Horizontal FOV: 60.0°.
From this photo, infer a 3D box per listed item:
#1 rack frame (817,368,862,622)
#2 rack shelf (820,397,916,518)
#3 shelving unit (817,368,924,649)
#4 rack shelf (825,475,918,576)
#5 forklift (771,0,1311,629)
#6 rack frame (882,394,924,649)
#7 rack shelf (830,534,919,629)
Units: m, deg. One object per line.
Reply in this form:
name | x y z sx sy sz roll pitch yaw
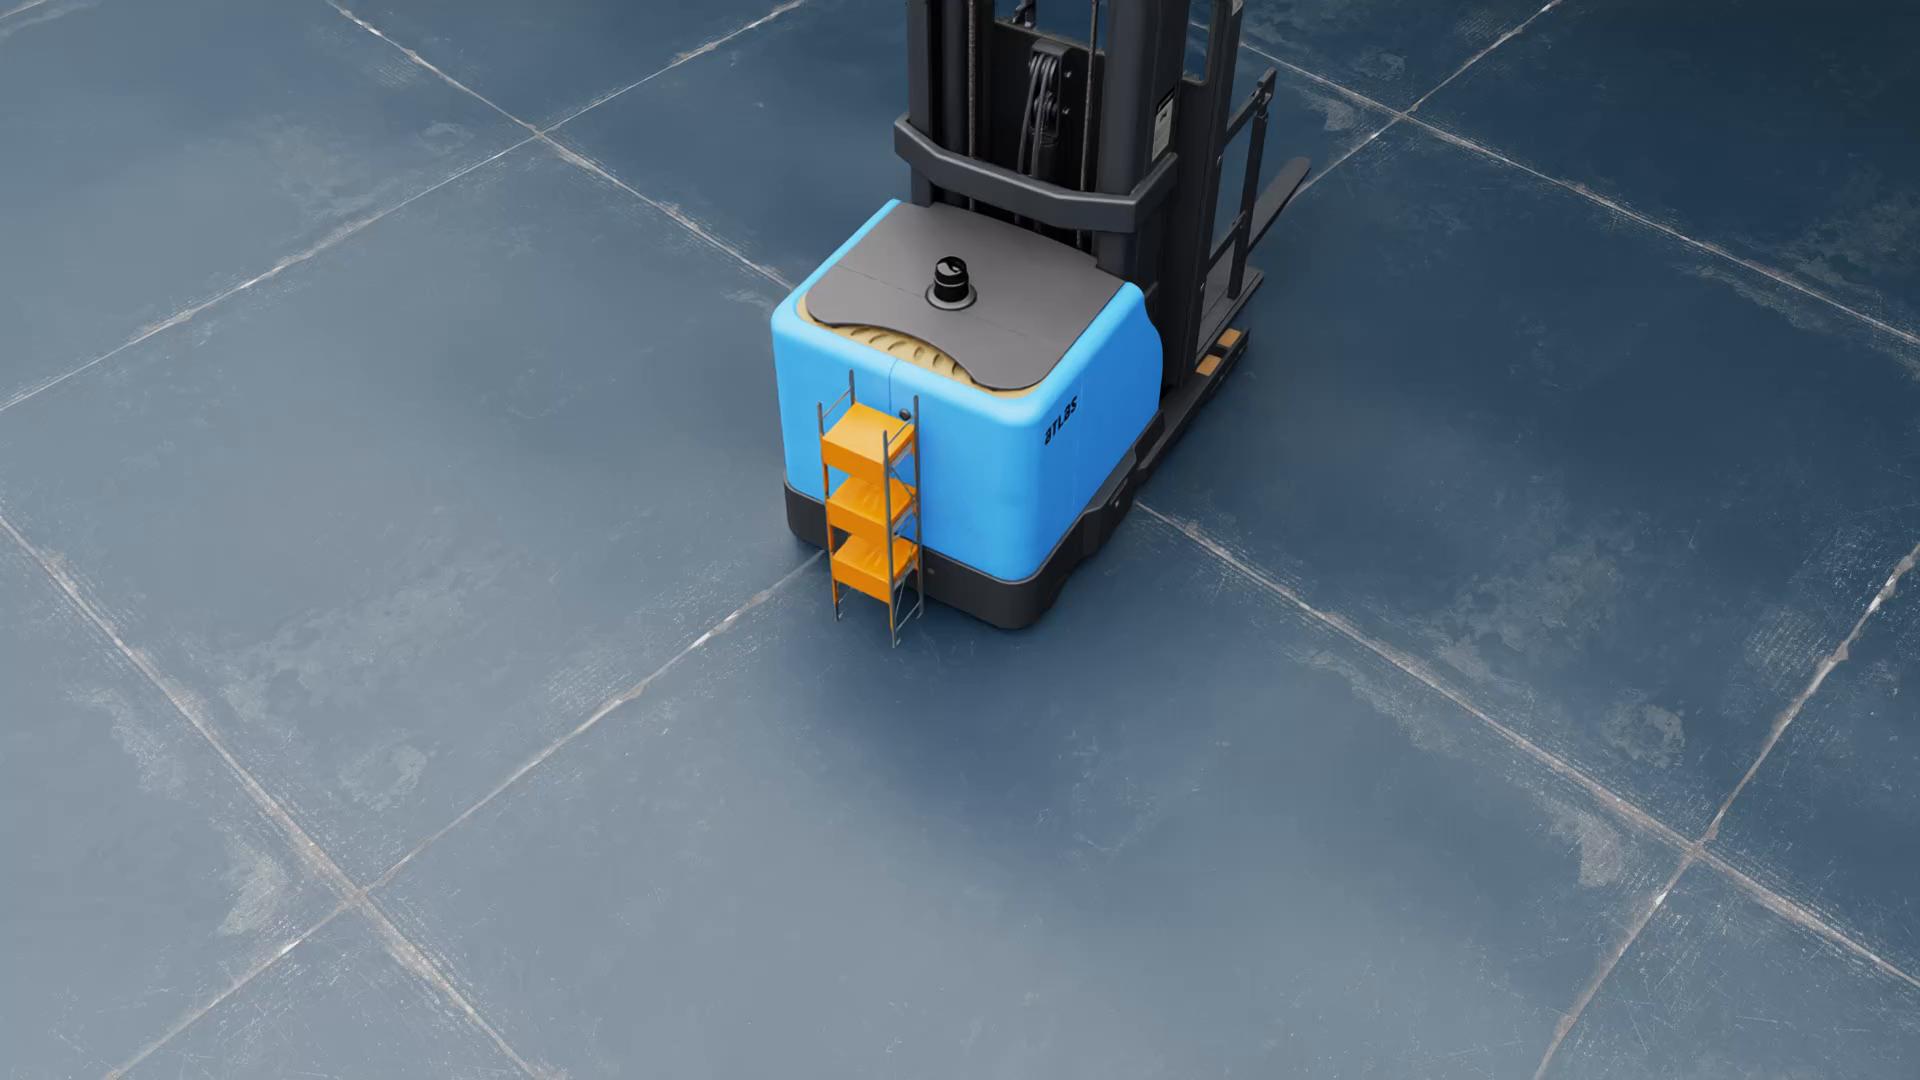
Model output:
rack frame | -0.395 -0.127 5.649 0.008 1.050 0.200 23 51 20
rack shelf | -0.290 -0.269 5.407 0.240 0.259 0.215 23 51 20
shelving unit | -0.290 -0.082 5.607 0.252 1.050 0.215 23 51 20
rack shelf | -0.290 -0.075 5.614 0.240 0.259 0.215 23 51 20
forklift | 0.540 -1.755 5.888 1.130 2.935 3.031 23 51 20
rack frame | -0.185 -0.037 5.564 0.008 1.050 0.200 23 51 20
rack shelf | -0.290 0.115 5.817 0.240 0.259 0.215 23 51 20
